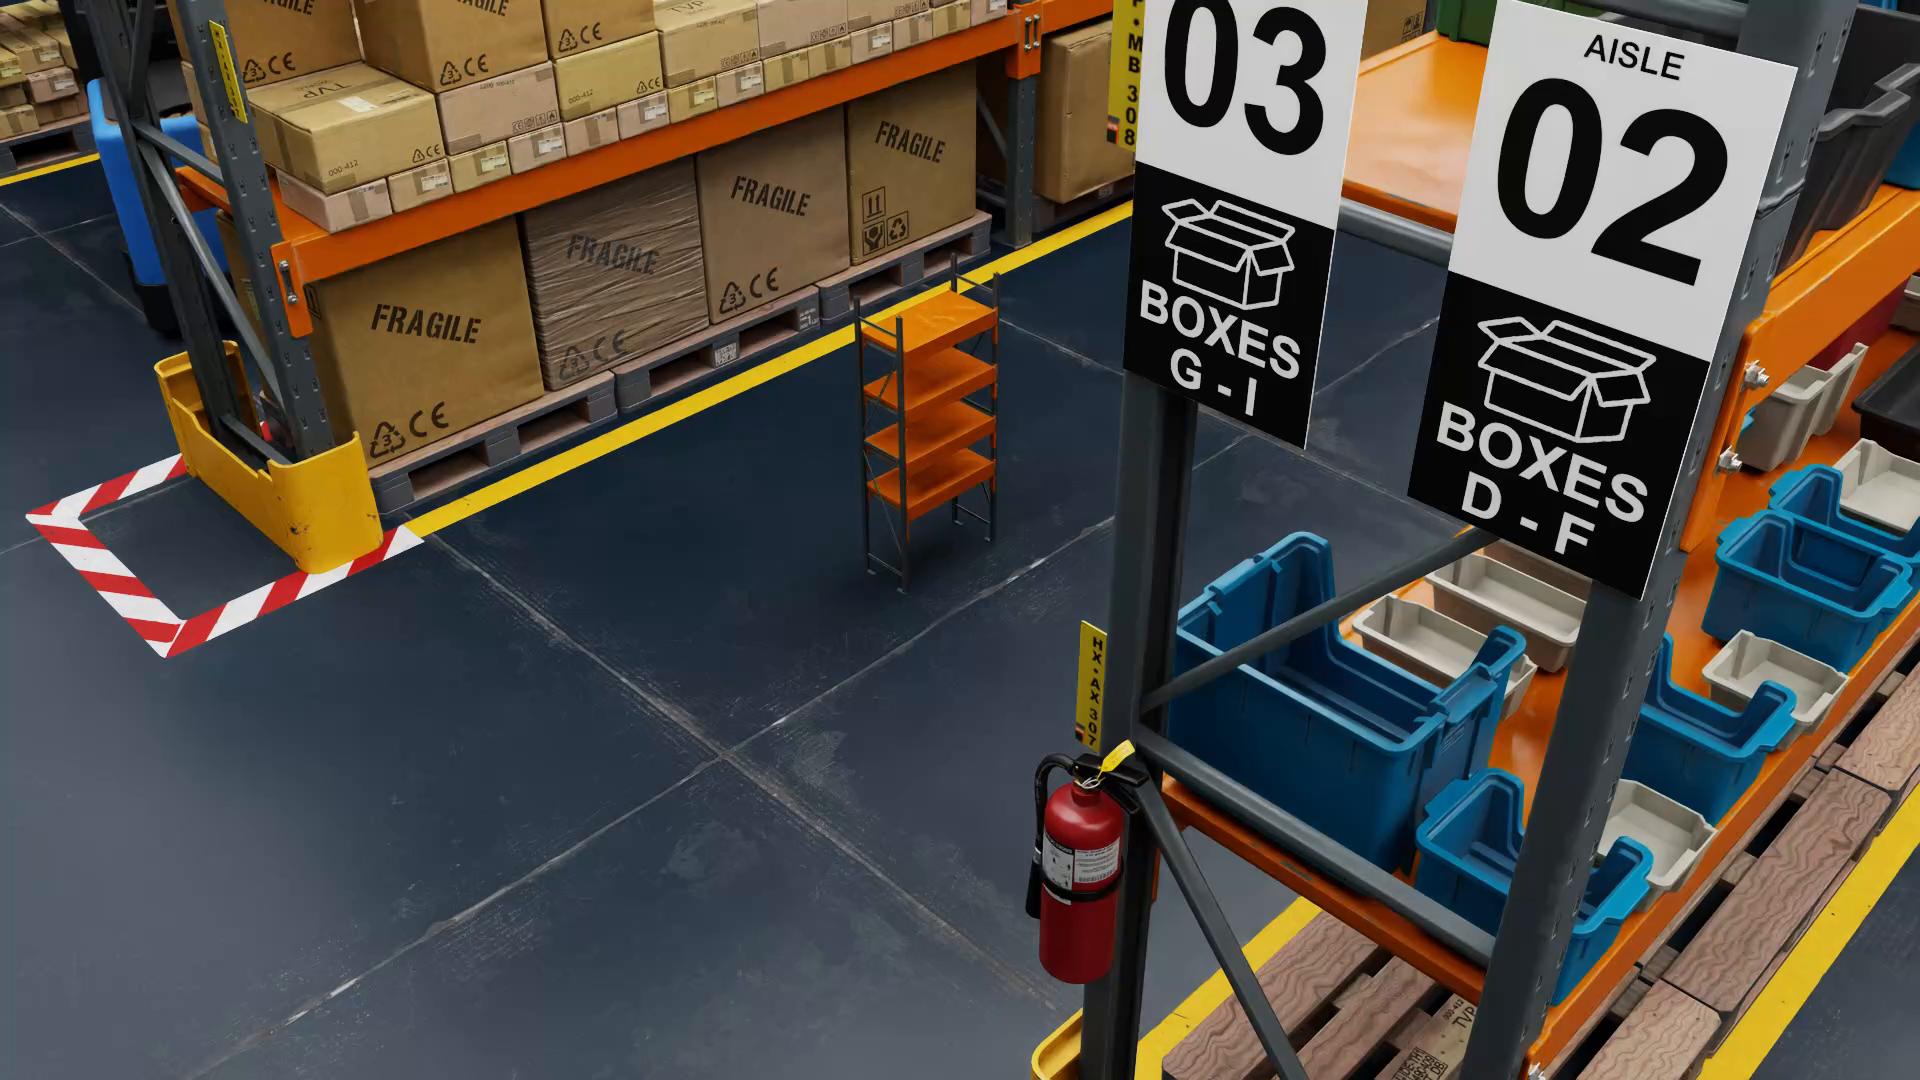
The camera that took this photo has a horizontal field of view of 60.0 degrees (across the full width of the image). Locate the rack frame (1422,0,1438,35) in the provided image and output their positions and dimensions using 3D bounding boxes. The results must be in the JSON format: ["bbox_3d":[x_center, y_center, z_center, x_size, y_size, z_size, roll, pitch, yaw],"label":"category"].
[{"bbox_3d":[2.813,-4.641,10.782,1.000,3.000,0.127,30,45,35],"label":"rack frame"}]

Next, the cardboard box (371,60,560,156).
[{"bbox_3d":[-1.933,-1.754,6.513,0.500,0.250,0.500,29,44,35],"label":"cardboard box"}]

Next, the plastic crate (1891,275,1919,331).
[{"bbox_3d":[3.080,-0.806,5.462,0.396,0.136,0.243,30,45,35],"label":"plastic crate"}]

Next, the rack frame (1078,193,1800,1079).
[{"bbox_3d":[0.691,0.603,3.263,1.000,3.000,0.127,30,45,35],"label":"rack frame"}]

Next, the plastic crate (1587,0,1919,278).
[{"bbox_3d":[1.160,-0.618,2.506,0.497,0.269,0.590,30,45,35],"label":"plastic crate"}]

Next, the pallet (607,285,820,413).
[{"bbox_3d":[-1.457,-1.099,8.141,1.003,0.211,1.213,30,45,35],"label":"pallet"}]

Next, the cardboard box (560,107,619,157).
[{"bbox_3d":[-1.617,-1.719,6.813,0.380,0.149,0.250,29,44,34],"label":"cardboard box"}]

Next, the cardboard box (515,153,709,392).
[{"bbox_3d":[-1.789,-1.356,7.562,0.875,0.875,0.875,30,45,35],"label":"cardboard box"}]

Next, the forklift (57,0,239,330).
[{"bbox_3d":[-4.103,-3.051,8.562,1.130,2.935,3.031,-15,38,-21],"label":"forklift"}]

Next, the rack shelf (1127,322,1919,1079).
[{"bbox_3d":[2.100,0.086,4.633,1.077,0.370,4.000,30,45,35],"label":"rack shelf"}]

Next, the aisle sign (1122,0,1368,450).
[{"bbox_3d":[0.432,-0.552,2.647,0.394,0.787,0.004,30,45,35],"label":"aisle sign"}]

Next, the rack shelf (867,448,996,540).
[{"bbox_3d":[-0.117,-0.207,6.462,0.258,0.148,0.480,30,45,35],"label":"rack shelf"}]

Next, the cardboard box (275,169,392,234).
[{"bbox_3d":[-2.340,-1.301,6.214,0.250,0.149,0.380,-29,44,-35],"label":"cardboard box"}]

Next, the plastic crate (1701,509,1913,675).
[{"bbox_3d":[2.026,0.145,4.014,0.416,0.233,0.300,30,45,35],"label":"plastic crate"}]

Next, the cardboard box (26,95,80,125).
[{"bbox_3d":[-5.550,-2.659,10.066,0.380,0.149,0.250,29,44,35],"label":"cardboard box"}]

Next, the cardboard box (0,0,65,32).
[{"bbox_3d":[-5.769,-3.233,10.368,0.380,0.149,0.250,29,44,34],"label":"cardboard box"}]

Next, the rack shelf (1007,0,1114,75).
[{"bbox_3d":[1.403,-3.534,9.824,1.077,0.370,4.000,30,45,35],"label":"rack shelf"}]

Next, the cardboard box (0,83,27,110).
[{"bbox_3d":[-5.721,-2.668,9.818,0.250,0.149,0.380,-28,44,-34],"label":"cardboard box"}]

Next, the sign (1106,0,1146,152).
[{"bbox_3d":[0.289,-0.800,2.744,0.100,0.325,0.005,30,45,35],"label":"sign"}]

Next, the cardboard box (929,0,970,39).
[{"bbox_3d":[-0.170,-2.553,8.009,0.250,0.149,0.380,-29,44,-35],"label":"cardboard box"}]

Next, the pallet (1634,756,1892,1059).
[{"bbox_3d":[2.159,0.935,5.225,1.003,0.211,1.213,30,45,35],"label":"pallet"}]

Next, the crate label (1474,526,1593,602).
[{"bbox_3d":[1.530,0.048,4.238,0.396,0.136,0.243,30,45,35],"label":"crate label"}]

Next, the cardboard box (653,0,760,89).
[{"bbox_3d":[-1.212,-2.170,7.110,0.500,0.250,0.500,29,44,34],"label":"cardboard box"}]

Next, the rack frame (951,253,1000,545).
[{"bbox_3d":[0.055,-0.524,6.452,0.240,1.200,0.015,30,45,35],"label":"rack frame"}]

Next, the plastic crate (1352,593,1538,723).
[{"bbox_3d":[1.137,0.282,3.901,0.396,0.136,0.243,30,45,35],"label":"plastic crate"}]

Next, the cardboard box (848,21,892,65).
[{"bbox_3d":[-0.531,-2.345,7.710,0.250,0.149,0.380,-29,44,-35],"label":"cardboard box"}]

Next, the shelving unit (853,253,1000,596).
[{"bbox_3d":[-0.117,-0.425,6.310,0.258,1.200,0.503,30,45,35],"label":"shelving unit"}]

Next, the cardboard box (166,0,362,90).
[{"bbox_3d":[-2.667,-2.065,6.305,0.500,0.500,0.500,-29,44,-35],"label":"cardboard box"}]

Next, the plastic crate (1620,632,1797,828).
[{"bbox_3d":[1.562,0.412,3.631,0.416,0.233,0.300,30,45,35],"label":"plastic crate"}]

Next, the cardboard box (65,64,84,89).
[{"bbox_3d":[-5.379,-2.891,10.138,0.250,0.149,0.380,-29,44,-35],"label":"cardboard box"}]

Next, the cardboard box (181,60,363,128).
[{"bbox_3d":[-2.671,-1.758,6.519,0.500,0.250,0.500,29,44,35],"label":"cardboard box"}]

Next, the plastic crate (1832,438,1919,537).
[{"bbox_3d":[2.496,-0.109,4.463,0.293,0.136,0.466,30,45,35],"label":"plastic crate"}]

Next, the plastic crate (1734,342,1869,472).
[{"bbox_3d":[2.303,-0.451,4.826,0.437,0.282,0.530,30,45,35],"label":"plastic crate"}]

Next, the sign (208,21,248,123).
[{"bbox_3d":[-2.434,-1.555,5.531,0.100,0.325,0.005,30,45,35],"label":"sign"}]

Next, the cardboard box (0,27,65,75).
[{"bbox_3d":[-5.553,-2.917,9.915,0.250,0.149,0.380,-29,44,-35],"label":"cardboard box"}]

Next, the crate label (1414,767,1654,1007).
[{"bbox_3d":[1.099,0.679,3.248,0.416,0.233,0.303,30,45,35],"label":"crate label"}]

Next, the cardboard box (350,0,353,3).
[{"bbox_3d":[-4.206,-3.610,10.909,0.380,0.149,0.250,27,43,33],"label":"cardboard box"}]

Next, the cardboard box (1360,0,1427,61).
[{"bbox_3d":[2.312,-3.670,10.880,1.225,0.875,0.875,27,43,33],"label":"cardboard box"}]

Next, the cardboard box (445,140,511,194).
[{"bbox_3d":[-1.980,-1.510,6.513,0.380,0.149,0.250,28,44,34],"label":"cardboard box"}]

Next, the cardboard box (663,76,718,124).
[{"bbox_3d":[-1.257,-1.926,7.110,0.380,0.149,0.250,28,44,34],"label":"cardboard box"}]

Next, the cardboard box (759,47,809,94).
[{"bbox_3d":[-0.893,-2.136,7.411,0.380,0.149,0.250,29,44,35],"label":"cardboard box"}]

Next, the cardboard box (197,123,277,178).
[{"bbox_3d":[-2.807,-1.568,6.595,0.250,0.149,0.380,-29,44,-35],"label":"cardboard box"}]

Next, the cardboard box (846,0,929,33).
[{"bbox_3d":[-0.493,-2.582,7.701,0.500,0.250,0.500,-28,44,-34],"label":"cardboard box"}]

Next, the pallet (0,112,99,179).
[{"bbox_3d":[-5.621,-2.636,10.345,1.003,0.211,1.213,30,45,35],"label":"pallet"}]

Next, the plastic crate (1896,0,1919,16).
[{"bbox_3d":[1.962,-1.111,3.154,0.504,0.338,0.767,30,45,35],"label":"plastic crate"}]

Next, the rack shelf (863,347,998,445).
[{"bbox_3d":[-0.117,-0.553,6.221,0.258,0.148,0.480,30,45,35],"label":"rack shelf"}]

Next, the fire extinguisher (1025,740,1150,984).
[{"bbox_3d":[0.262,0.666,3.567,0.296,0.674,0.183,30,45,35],"label":"fire extinguisher"}]

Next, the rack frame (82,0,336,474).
[{"bbox_3d":[-2.824,-1.393,6.126,1.000,3.000,0.127,30,45,35],"label":"rack frame"}]

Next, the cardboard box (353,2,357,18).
[{"bbox_3d":[-4.055,-3.633,11.202,0.250,0.149,0.380,-29,44,-35],"label":"cardboard box"}]

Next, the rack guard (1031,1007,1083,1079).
[{"bbox_3d":[0.683,1.643,3.957,1.175,0.500,0.348,30,45,35],"label":"rack guard"}]

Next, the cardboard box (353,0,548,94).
[{"bbox_3d":[-1.942,-2.050,6.283,0.500,0.500,0.500,28,44,34],"label":"cardboard box"}]

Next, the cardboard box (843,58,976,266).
[{"bbox_3d":[-0.527,-2.082,8.604,0.875,0.875,0.875,30,45,35],"label":"cardboard box"}]
